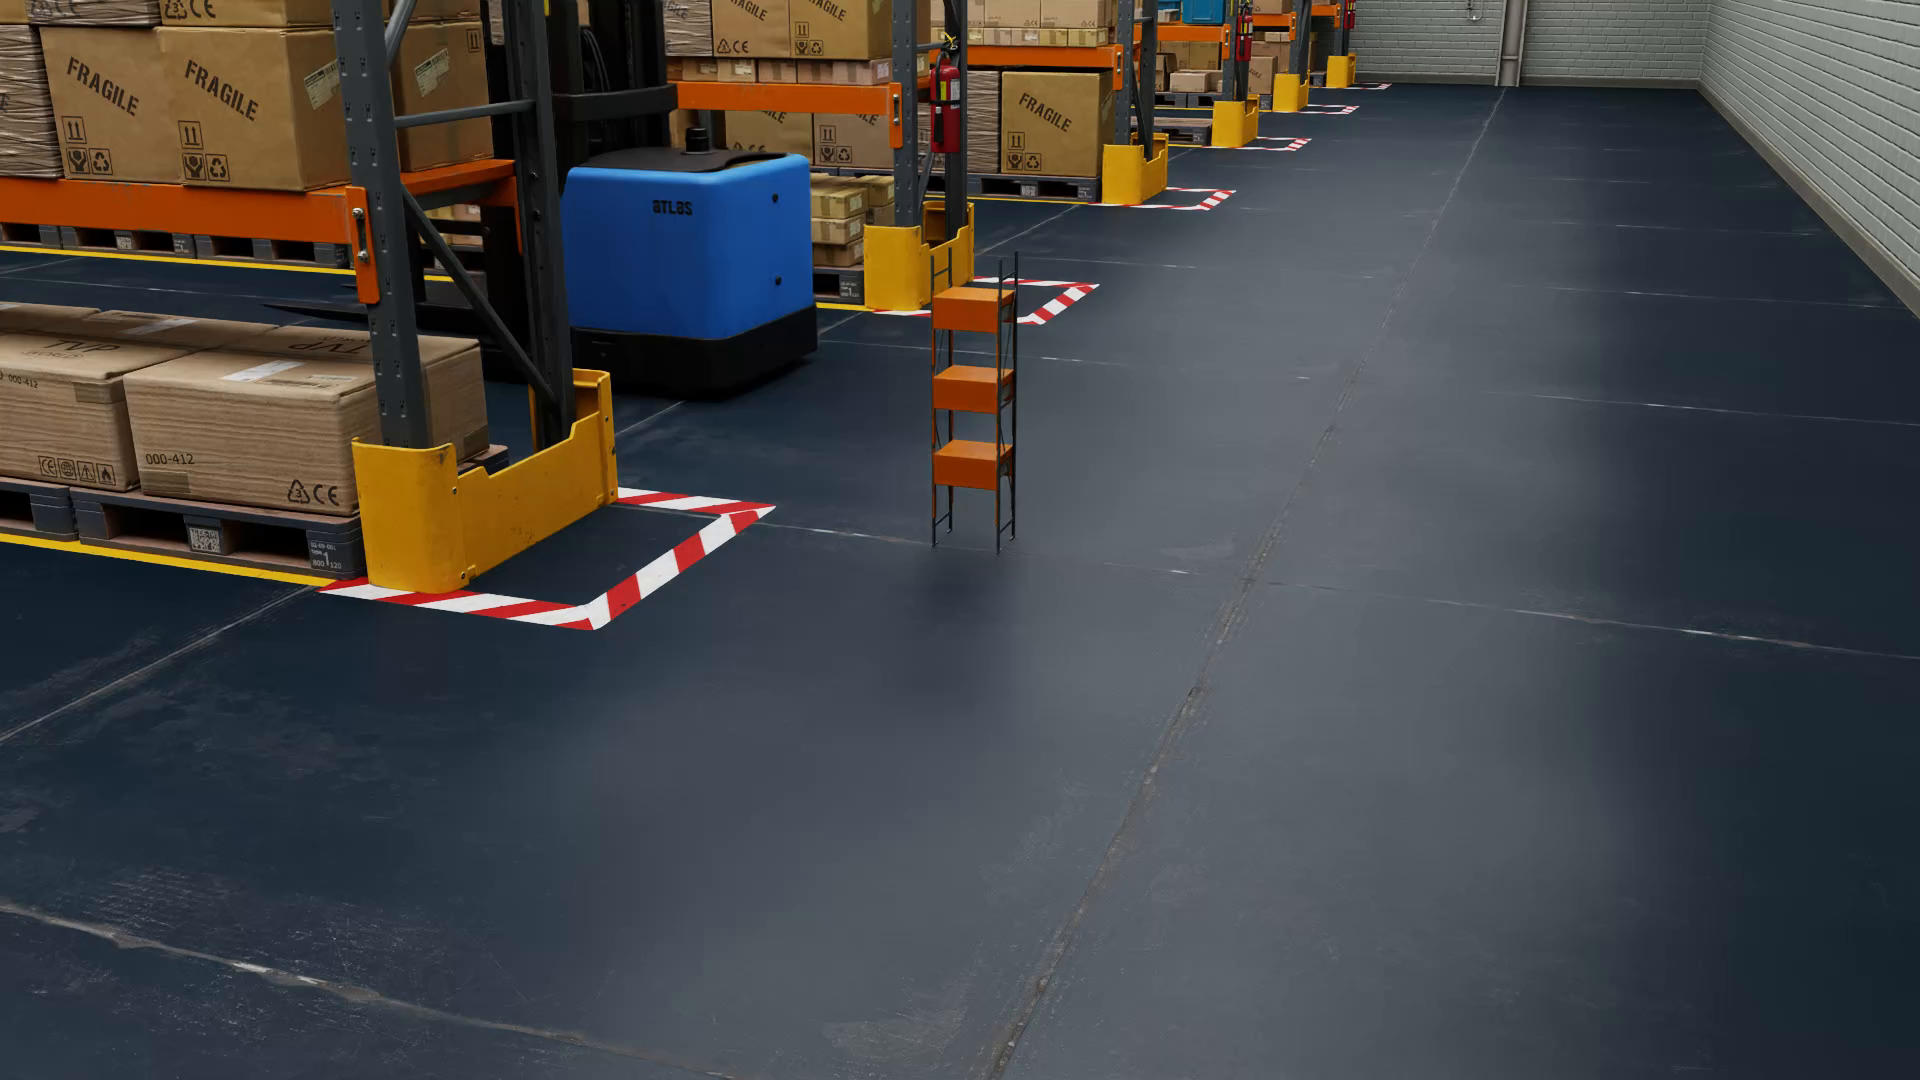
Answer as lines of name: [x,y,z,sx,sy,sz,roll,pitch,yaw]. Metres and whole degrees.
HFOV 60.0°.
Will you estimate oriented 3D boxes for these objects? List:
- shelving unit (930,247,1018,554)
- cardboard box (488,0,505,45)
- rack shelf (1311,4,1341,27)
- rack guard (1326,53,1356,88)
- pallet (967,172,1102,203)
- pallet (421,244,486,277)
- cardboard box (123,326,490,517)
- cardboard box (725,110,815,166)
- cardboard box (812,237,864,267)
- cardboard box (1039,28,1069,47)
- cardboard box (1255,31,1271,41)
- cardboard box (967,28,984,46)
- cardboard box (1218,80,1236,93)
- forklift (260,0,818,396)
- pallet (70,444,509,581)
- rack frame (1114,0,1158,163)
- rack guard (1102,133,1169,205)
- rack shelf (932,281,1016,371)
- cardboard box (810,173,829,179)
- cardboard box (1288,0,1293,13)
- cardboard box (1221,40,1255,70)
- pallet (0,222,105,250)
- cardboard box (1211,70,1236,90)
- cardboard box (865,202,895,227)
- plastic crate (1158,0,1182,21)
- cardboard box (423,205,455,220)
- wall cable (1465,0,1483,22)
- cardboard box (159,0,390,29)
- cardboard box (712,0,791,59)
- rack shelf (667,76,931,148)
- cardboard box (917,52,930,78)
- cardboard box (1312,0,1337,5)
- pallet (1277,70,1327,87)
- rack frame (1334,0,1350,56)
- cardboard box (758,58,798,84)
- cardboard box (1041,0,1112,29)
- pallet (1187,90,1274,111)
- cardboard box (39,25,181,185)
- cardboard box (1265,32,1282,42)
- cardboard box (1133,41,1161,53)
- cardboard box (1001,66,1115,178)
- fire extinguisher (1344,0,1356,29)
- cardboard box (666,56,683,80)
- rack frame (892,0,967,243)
shelving unit: [0.051,-0.490,5.887,0.252,1.050,0.215,7,20,18]
cardboard box: [-2.633,-3.352,10.532,0.500,0.500,0.500,6,20,17]
rack shelf: [4.537,-9.009,28.457,4.000,0.370,1.077,7,20,18]
rack guard: [6.449,-7.950,28.123,0.348,0.500,1.175,7,20,18]
pallet: [0.769,-3.258,15.101,1.213,0.211,1.003,7,20,18]
pallet: [-3.306,-2.035,11.593,1.213,0.211,1.003,7,20,18]
cardboard box: [-2.359,-0.460,6.092,0.875,0.438,0.875,6,20,16]
cardboard box: [-1.631,-4.043,15.708,0.875,0.875,0.875,7,20,18]
cardboard box: [-0.739,-1.825,10.448,0.250,0.149,0.380,7,20,19]
cardboard box: [0.859,-4.357,14.401,0.250,0.149,0.380,7,20,19]
cardboard box: [5.201,-8.632,28.456,0.250,0.149,0.380,7,20,19]
cardboard box: [0.140,-4.440,14.637,0.250,0.149,0.380,6,20,17]
cardboard box: [3.857,-6.516,23.847,0.250,0.166,0.380,7,20,18]
forklift: [-2.313,-2.375,8.436,3.031,2.935,1.130,8,21,22]
pallet: [-2.483,-0.176,6.261,1.213,0.211,1.003,7,20,18]
rack frame: [1.550,-4.512,14.464,0.127,3.000,1.000,7,20,18]
rack guard: [1.572,-3.329,14.868,0.348,0.500,1.175,7,20,18]
rack shelf: [0.051,-0.748,5.797,0.240,0.259,0.215,7,20,18]
cardboard box: [-1.053,-2.336,11.009,0.250,0.149,0.380,6,20,18]
cardboard box: [4.472,-7.769,23.655,0.500,0.500,0.500,7,20,19]
cardboard box: [4.784,-8.303,28.499,0.500,0.500,0.700,6,20,16]
pallet: [-6.993,-2.444,12.766,1.213,0.211,1.003,7,20,18]
cardboard box: [3.911,-6.702,24.256,0.500,0.250,0.500,7,20,18]
cardboard box: [-0.584,-2.110,10.814,0.250,0.149,0.380,7,21,20]
plastic crate: [2.428,-6.202,19.474,0.300,0.233,0.416,7,20,18]
cardboard box: [-3.446,-2.268,11.266,0.250,0.149,0.380,7,20,18]
wall cable: [7.946,-9.768,27.998,1.851,1.984,0.084,7,20,18]
cardboard box: [-2.236,-1.928,5.380,0.500,0.500,0.500,7,20,20]
cardboard box: [-1.167,-3.194,10.079,0.500,0.500,0.500,6,20,17]
rack shelf: [-2.063,-2.857,10.809,4.000,0.370,1.077,7,20,18]
cardboard box: [-0.372,-2.999,10.505,0.250,0.149,0.380,6,20,18]
cardboard box: [5.941,-9.326,27.818,0.700,0.700,0.980,7,21,21]
pallet: [5.645,-7.878,28.356,1.213,0.211,1.003,7,20,18]
rack frame: [6.426,-9.133,27.719,0.127,3.000,1.000,7,20,18]
cardboard box: [-1.039,-2.871,10.136,0.250,0.149,0.380,6,20,18]
cardboard box: [1.005,-4.552,14.353,0.500,0.250,0.500,6,20,17]
pallet: [3.979,-6.369,24.028,1.213,0.211,1.003,7,20,18]
cardboard box: [-2.714,-1.507,5.690,0.500,0.500,0.500,6,20,17]
cardboard box: [5.310,-8.486,28.038,0.250,0.149,0.380,7,20,20]
cardboard box: [3.321,-8.470,28.977,0.500,0.500,0.700,7,20,19]
cardboard box: [0.919,-3.752,14.871,0.875,0.875,0.875,7,20,18]
fire extinguisher: [6.417,-8.760,27.334,0.183,0.674,0.296,7,20,18]
cardboard box: [-1.762,-2.976,10.439,0.250,0.149,0.380,6,20,16]
rack frame: [-0.173,-2.981,10.071,0.127,3.000,1.000,7,20,18]
